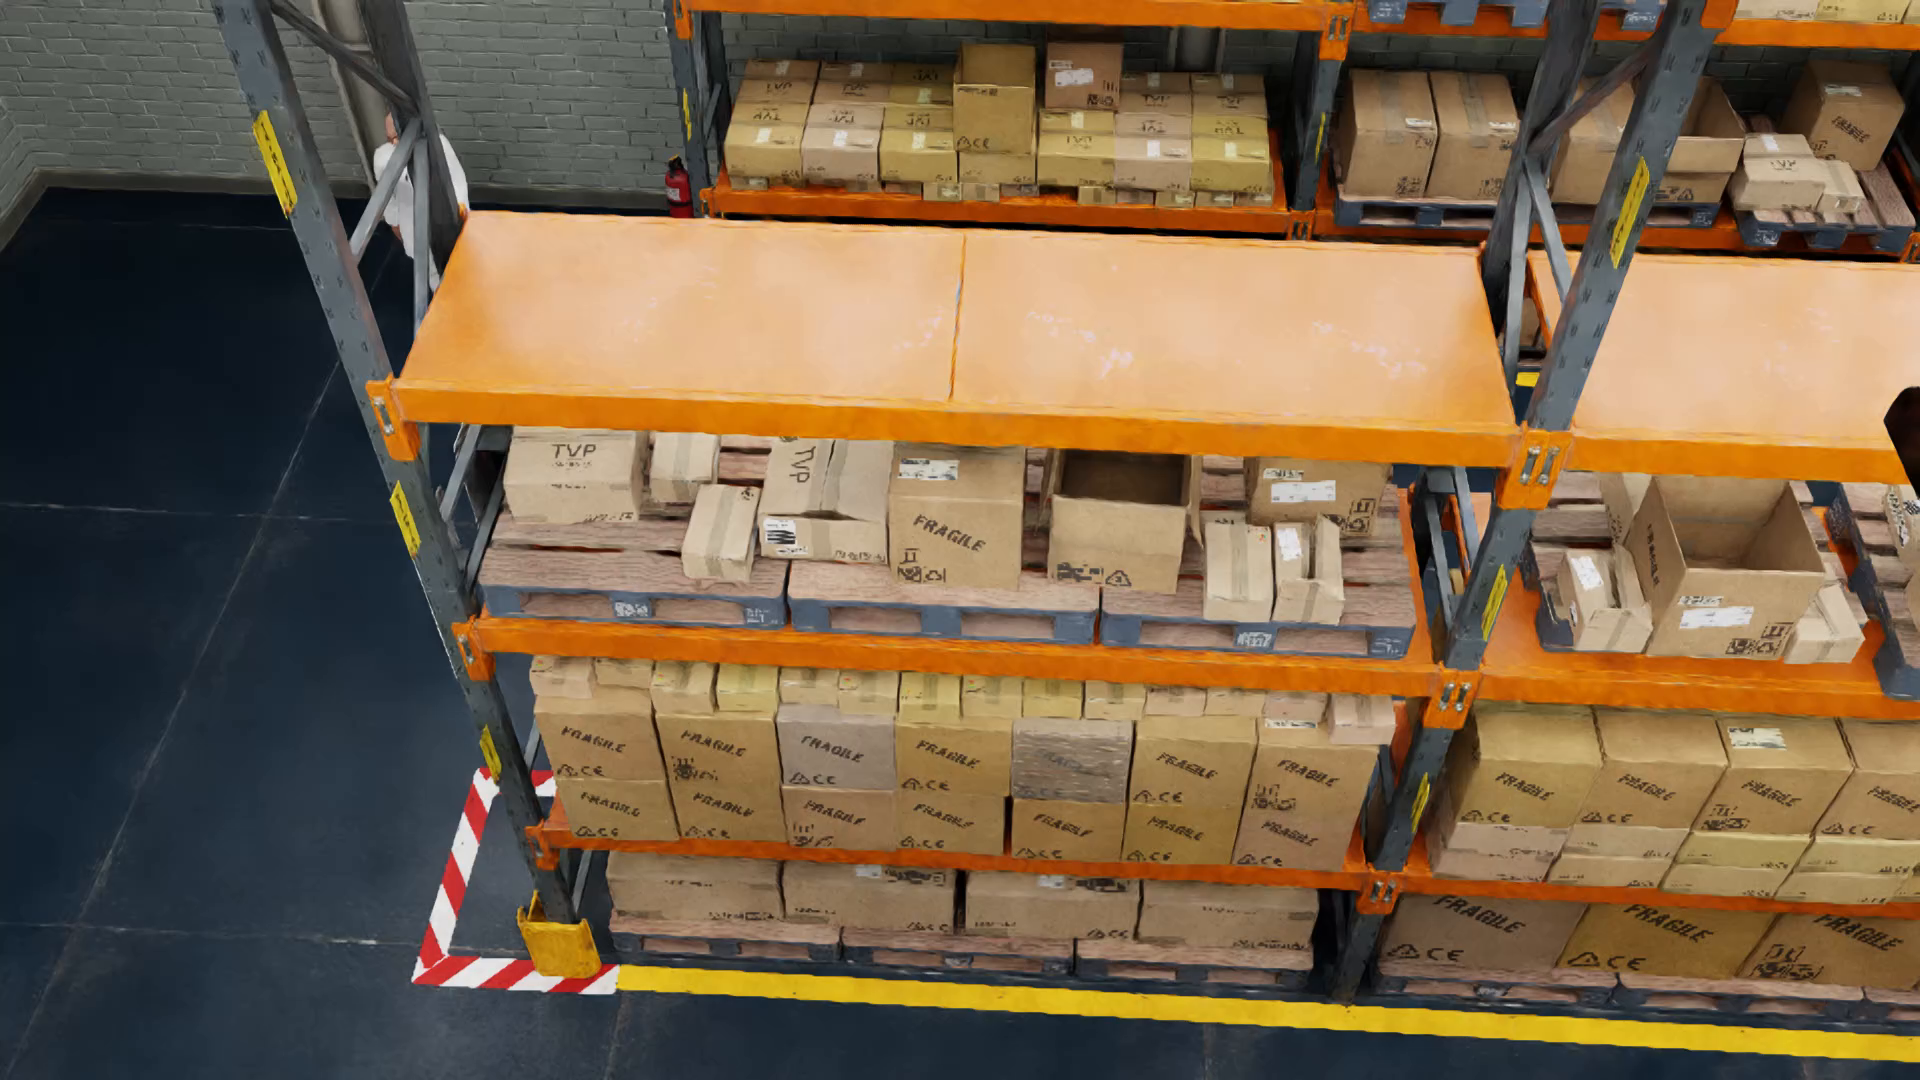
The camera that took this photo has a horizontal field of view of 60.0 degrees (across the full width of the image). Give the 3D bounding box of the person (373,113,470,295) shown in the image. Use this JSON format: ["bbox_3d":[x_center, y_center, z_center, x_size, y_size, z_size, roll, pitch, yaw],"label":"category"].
[{"bbox_3d":[-3.692,-2.265,11.603,0.605,1.771,0.767,-19,51,-17],"label":"person"}]
